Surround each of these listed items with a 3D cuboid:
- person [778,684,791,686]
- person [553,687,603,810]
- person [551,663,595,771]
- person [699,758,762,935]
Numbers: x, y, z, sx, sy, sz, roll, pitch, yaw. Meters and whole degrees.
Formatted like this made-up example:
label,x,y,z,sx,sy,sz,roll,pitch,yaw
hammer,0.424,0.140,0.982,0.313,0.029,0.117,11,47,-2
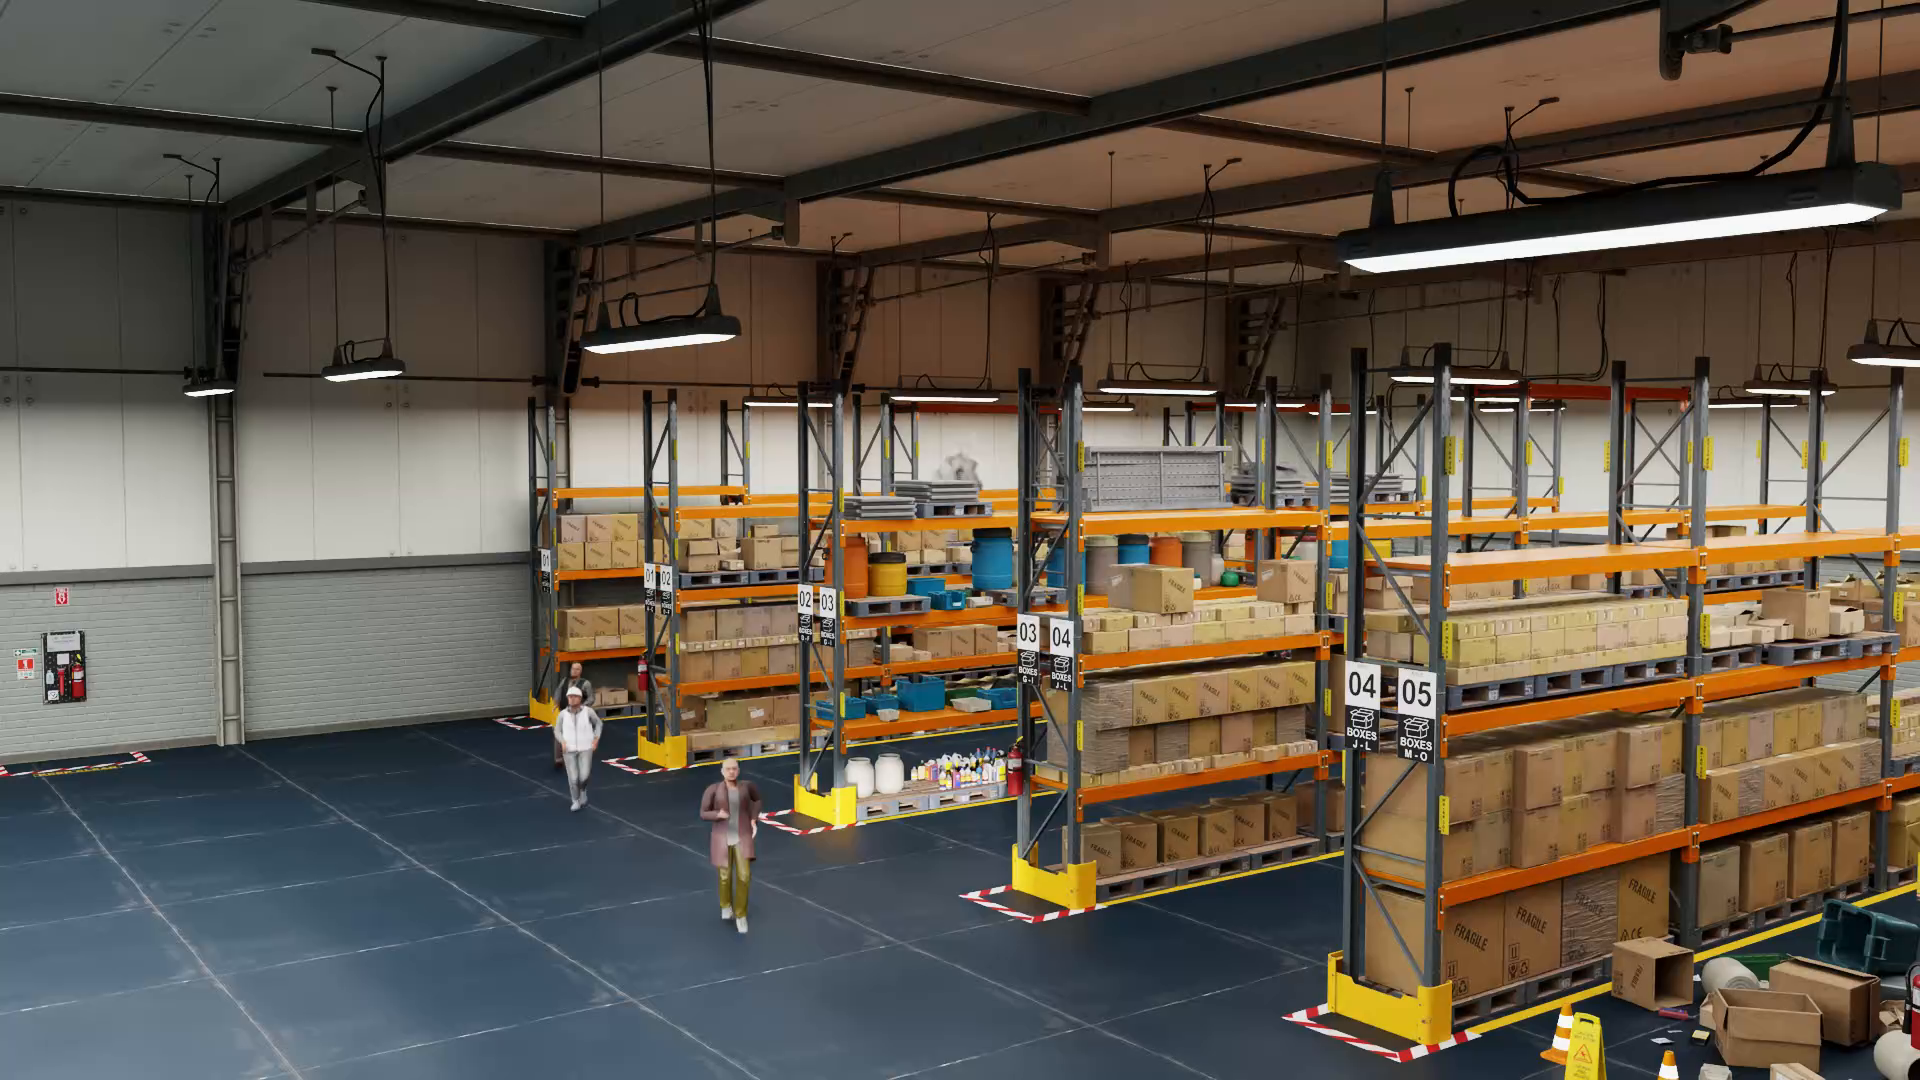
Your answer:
label,x,y,z,sx,sy,sz,roll,pitch,yaw
person,-3.206,2.567,30.353,0.606,1.600,0.556,3,5,44
person,-5.351,2.925,23.272,0.671,1.732,0.522,-1,3,-8
person,-6.119,2.788,26.387,0.704,1.697,0.738,1,3,13
person,-2.416,3.238,17.646,0.685,1.844,0.765,-1,3,-12
